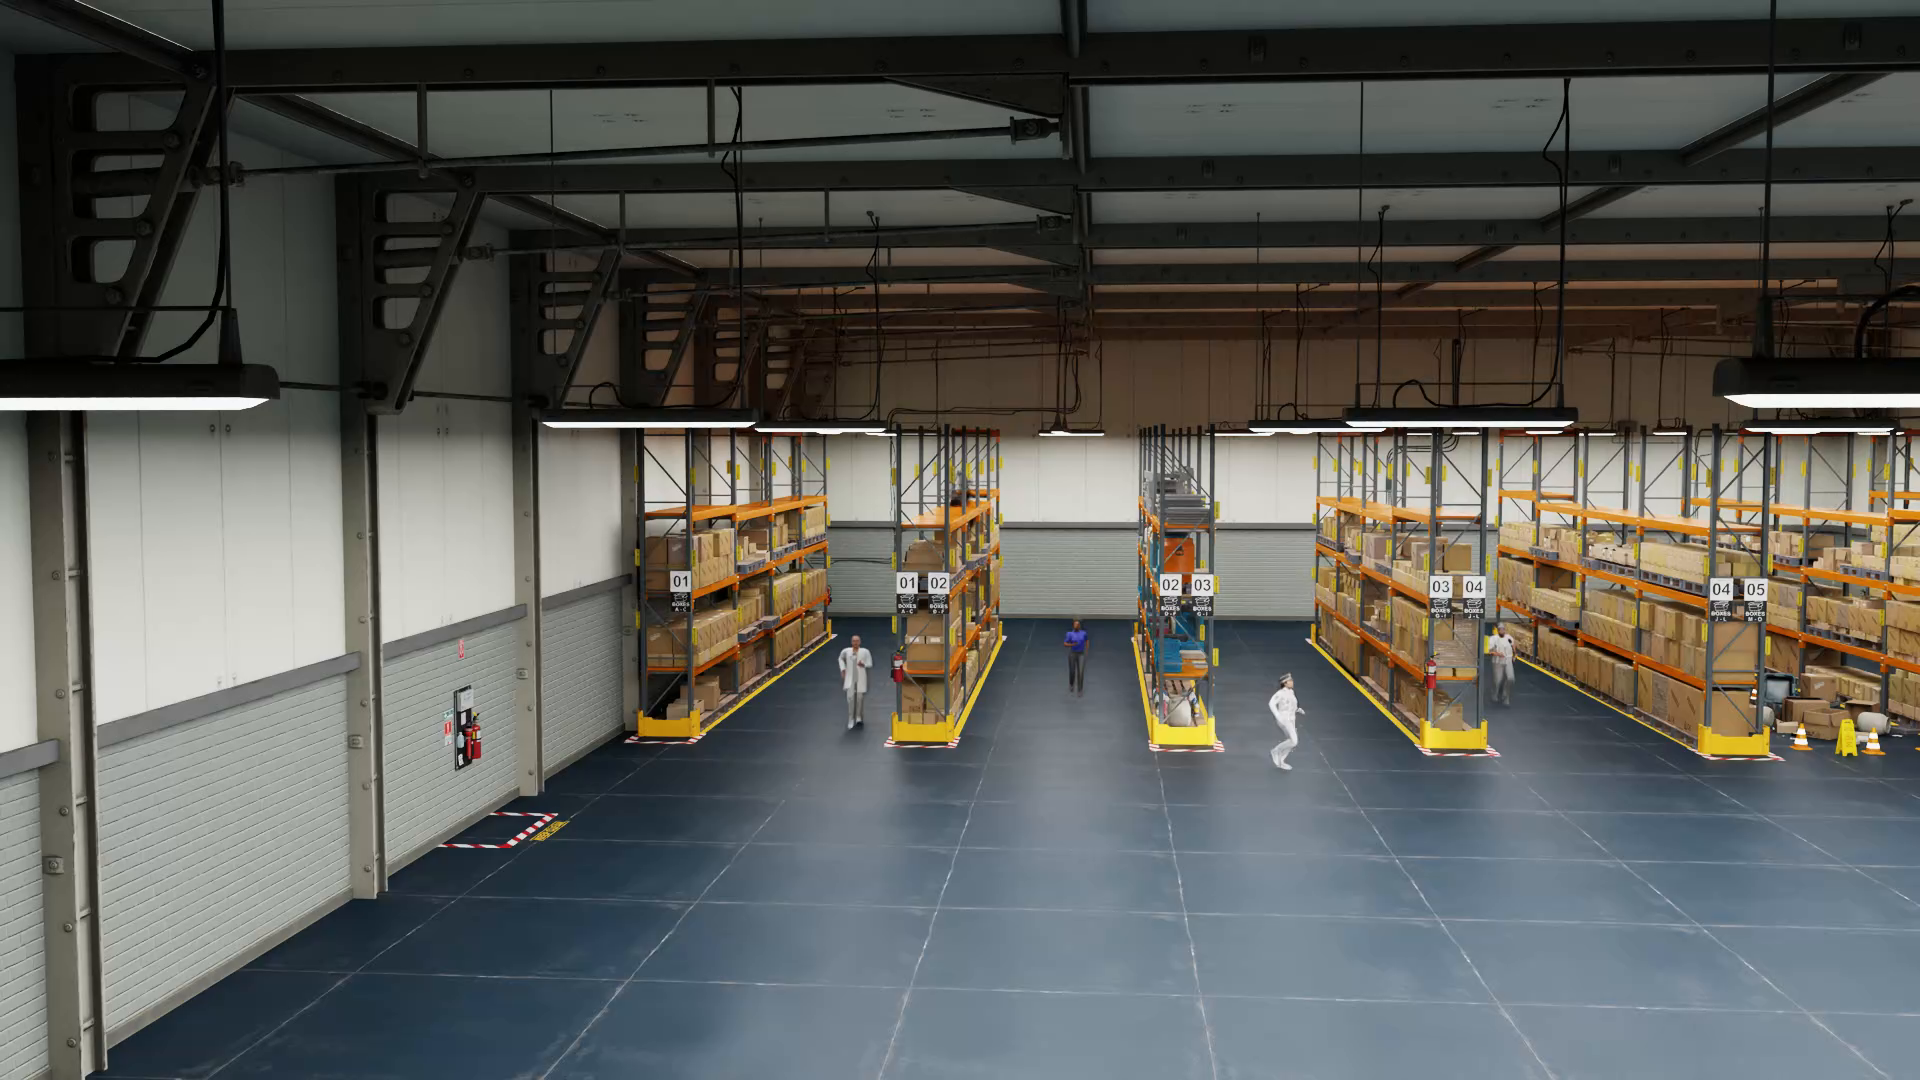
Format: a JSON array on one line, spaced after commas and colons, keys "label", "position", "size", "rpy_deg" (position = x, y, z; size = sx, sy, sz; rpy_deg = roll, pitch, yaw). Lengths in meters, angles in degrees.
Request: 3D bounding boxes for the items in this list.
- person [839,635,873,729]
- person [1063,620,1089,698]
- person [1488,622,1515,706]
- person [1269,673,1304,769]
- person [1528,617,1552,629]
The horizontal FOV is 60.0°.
[{"label": "person", "position": [-2.086, 2.823, 33.152], "size": [0.686, 1.846, 0.799], "rpy_deg": [0, 3, -2]}, {"label": "person", "position": [2.551, 2.569, 36.385], "size": [0.604, 1.661, 0.855], "rpy_deg": [0, 3, -4]}, {"label": "person", "position": [11.696, 2.675, 35.884], "size": [0.665, 1.820, 0.723], "rpy_deg": [0, 3, 2]}, {"label": "person", "position": [5.695, 3.132, 28.786], "size": [0.478, 1.664, 0.662], "rpy_deg": [3, 4, 37]}, {"label": "person", "position": [16.422, 1.978, 47.277], "size": [0.971, 1.803, 0.706], "rpy_deg": [0, 3, 3]}]
